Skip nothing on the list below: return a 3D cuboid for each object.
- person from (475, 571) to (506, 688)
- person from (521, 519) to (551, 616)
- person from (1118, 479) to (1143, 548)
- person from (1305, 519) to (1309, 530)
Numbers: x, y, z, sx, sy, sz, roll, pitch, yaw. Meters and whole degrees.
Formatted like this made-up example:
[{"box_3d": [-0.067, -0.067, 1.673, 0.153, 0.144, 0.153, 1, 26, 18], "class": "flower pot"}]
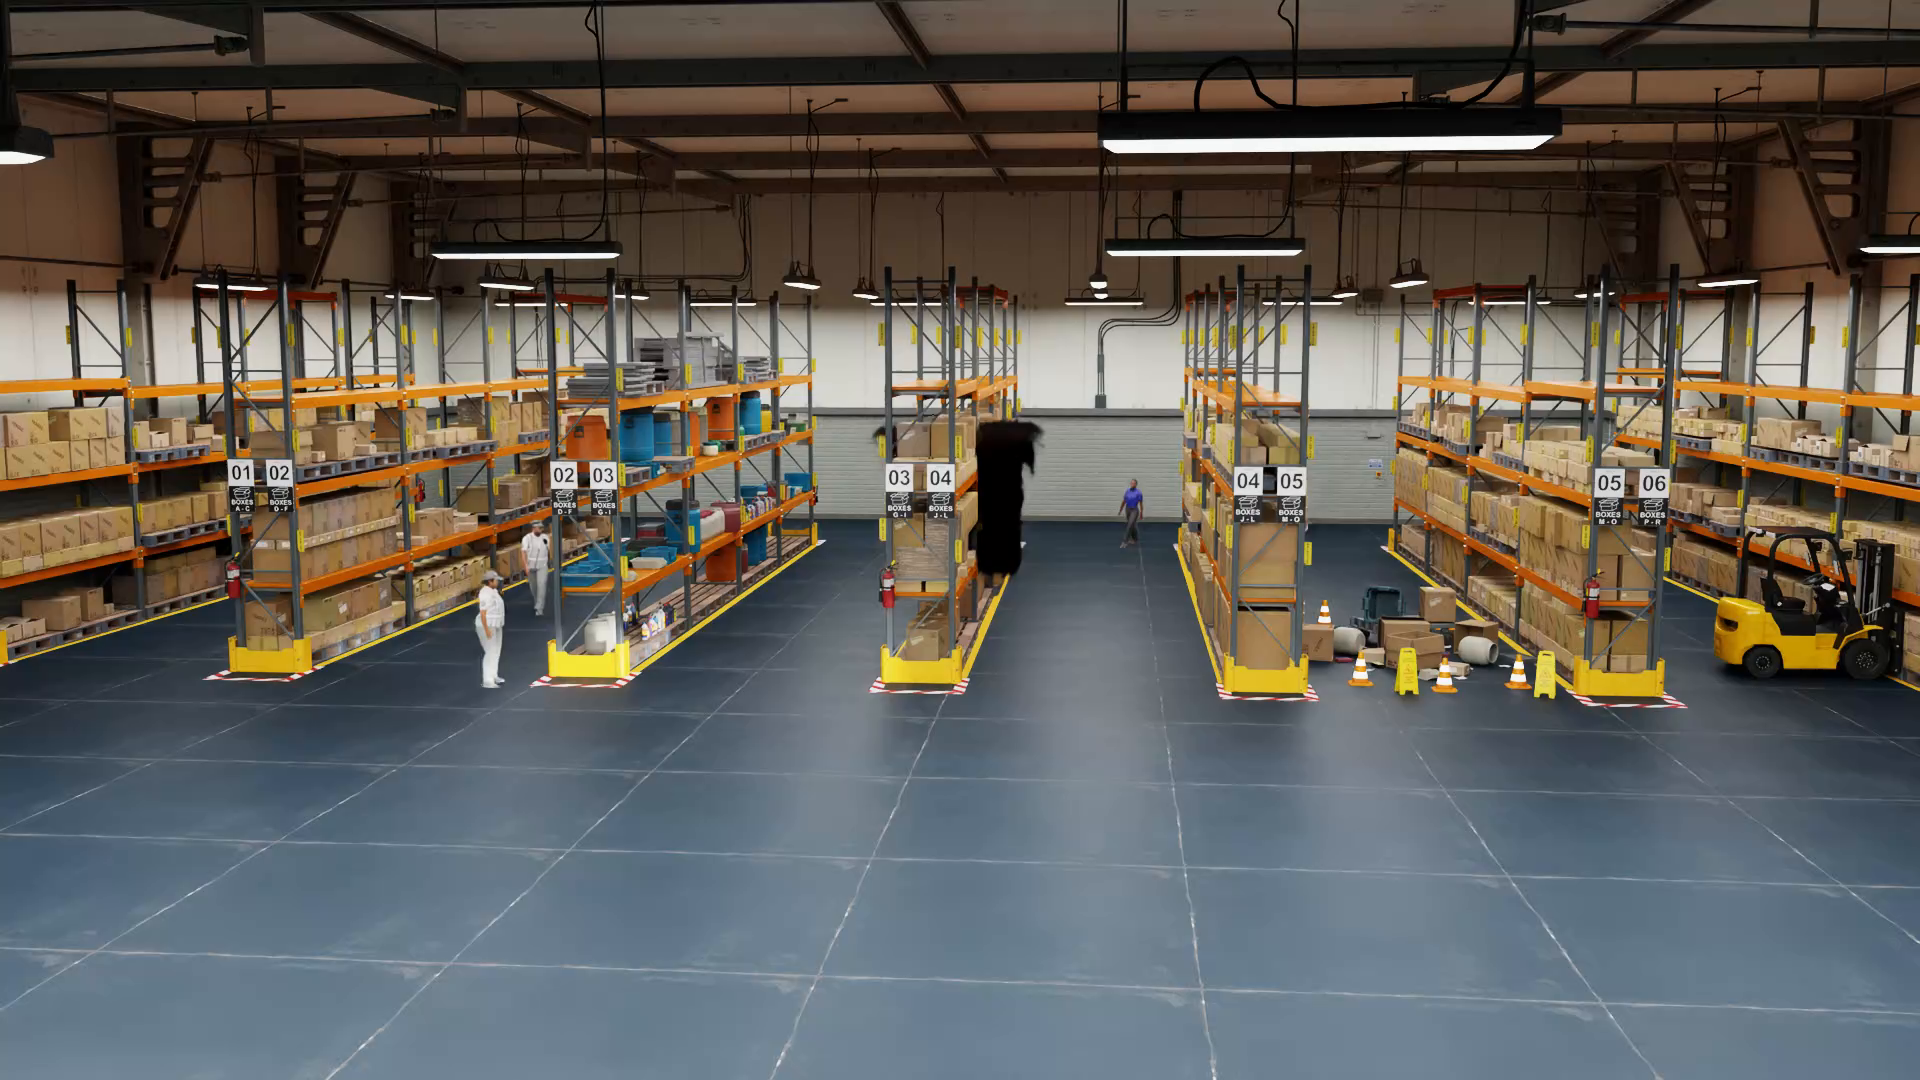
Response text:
[{"box_3d": [-6.776, 1.287, 24.083, 0.450, 1.702, 0.521, 2, 7, 14], "class": "person"}, {"box_3d": [-7.691, 0.477, 30.216, 0.505, 1.721, 0.994, 0, 7, 0], "class": "person"}, {"box_3d": [4.071, -0.662, 39.967, 0.883, 1.629, 0.484, -6, 9, -42], "class": "person"}, {"box_3d": [8.564, -0.973, 42.350, 0.564, 1.652, 0.478, -1, 7, -11], "class": "person"}]
